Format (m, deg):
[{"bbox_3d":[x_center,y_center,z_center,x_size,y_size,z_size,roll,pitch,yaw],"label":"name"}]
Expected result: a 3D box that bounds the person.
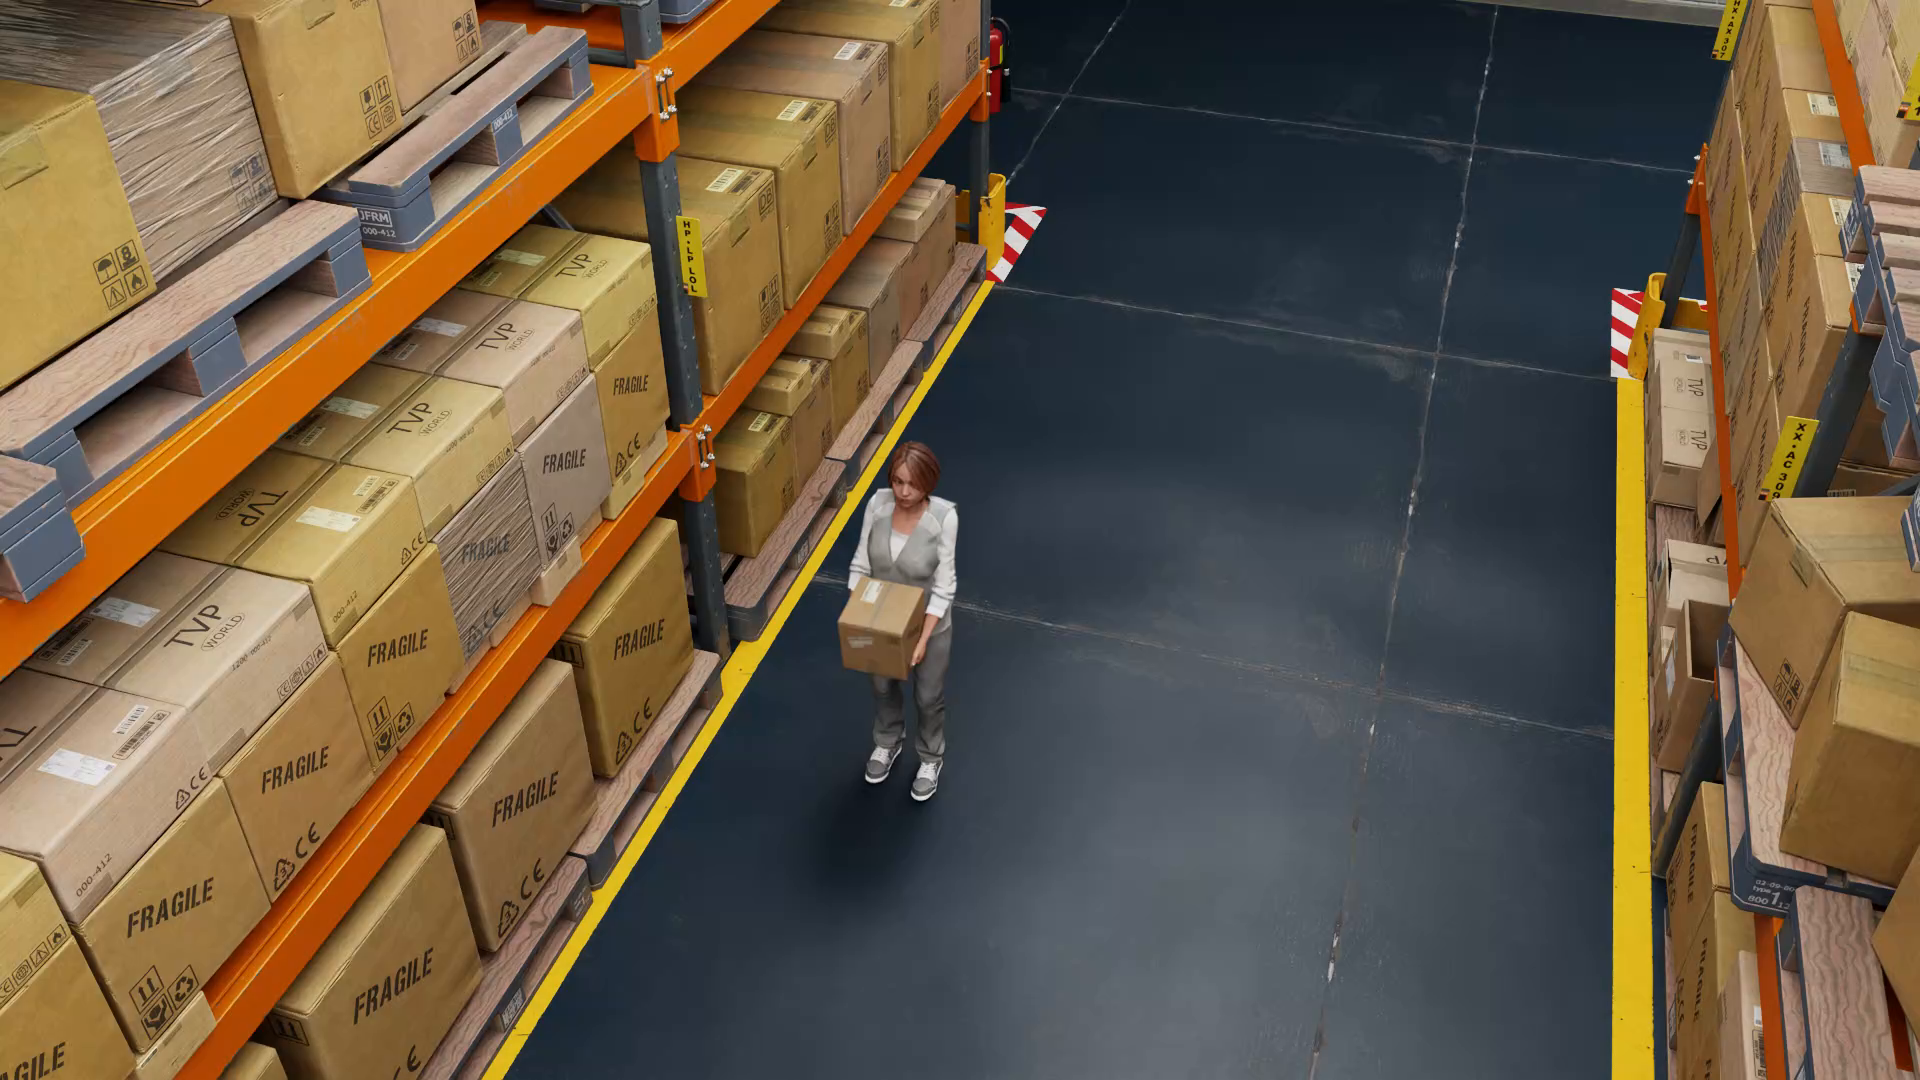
[{"bbox_3d":[-0.225,0.360,6.428,0.419,1.594,0.492,11,39,14],"label":"person"}]
